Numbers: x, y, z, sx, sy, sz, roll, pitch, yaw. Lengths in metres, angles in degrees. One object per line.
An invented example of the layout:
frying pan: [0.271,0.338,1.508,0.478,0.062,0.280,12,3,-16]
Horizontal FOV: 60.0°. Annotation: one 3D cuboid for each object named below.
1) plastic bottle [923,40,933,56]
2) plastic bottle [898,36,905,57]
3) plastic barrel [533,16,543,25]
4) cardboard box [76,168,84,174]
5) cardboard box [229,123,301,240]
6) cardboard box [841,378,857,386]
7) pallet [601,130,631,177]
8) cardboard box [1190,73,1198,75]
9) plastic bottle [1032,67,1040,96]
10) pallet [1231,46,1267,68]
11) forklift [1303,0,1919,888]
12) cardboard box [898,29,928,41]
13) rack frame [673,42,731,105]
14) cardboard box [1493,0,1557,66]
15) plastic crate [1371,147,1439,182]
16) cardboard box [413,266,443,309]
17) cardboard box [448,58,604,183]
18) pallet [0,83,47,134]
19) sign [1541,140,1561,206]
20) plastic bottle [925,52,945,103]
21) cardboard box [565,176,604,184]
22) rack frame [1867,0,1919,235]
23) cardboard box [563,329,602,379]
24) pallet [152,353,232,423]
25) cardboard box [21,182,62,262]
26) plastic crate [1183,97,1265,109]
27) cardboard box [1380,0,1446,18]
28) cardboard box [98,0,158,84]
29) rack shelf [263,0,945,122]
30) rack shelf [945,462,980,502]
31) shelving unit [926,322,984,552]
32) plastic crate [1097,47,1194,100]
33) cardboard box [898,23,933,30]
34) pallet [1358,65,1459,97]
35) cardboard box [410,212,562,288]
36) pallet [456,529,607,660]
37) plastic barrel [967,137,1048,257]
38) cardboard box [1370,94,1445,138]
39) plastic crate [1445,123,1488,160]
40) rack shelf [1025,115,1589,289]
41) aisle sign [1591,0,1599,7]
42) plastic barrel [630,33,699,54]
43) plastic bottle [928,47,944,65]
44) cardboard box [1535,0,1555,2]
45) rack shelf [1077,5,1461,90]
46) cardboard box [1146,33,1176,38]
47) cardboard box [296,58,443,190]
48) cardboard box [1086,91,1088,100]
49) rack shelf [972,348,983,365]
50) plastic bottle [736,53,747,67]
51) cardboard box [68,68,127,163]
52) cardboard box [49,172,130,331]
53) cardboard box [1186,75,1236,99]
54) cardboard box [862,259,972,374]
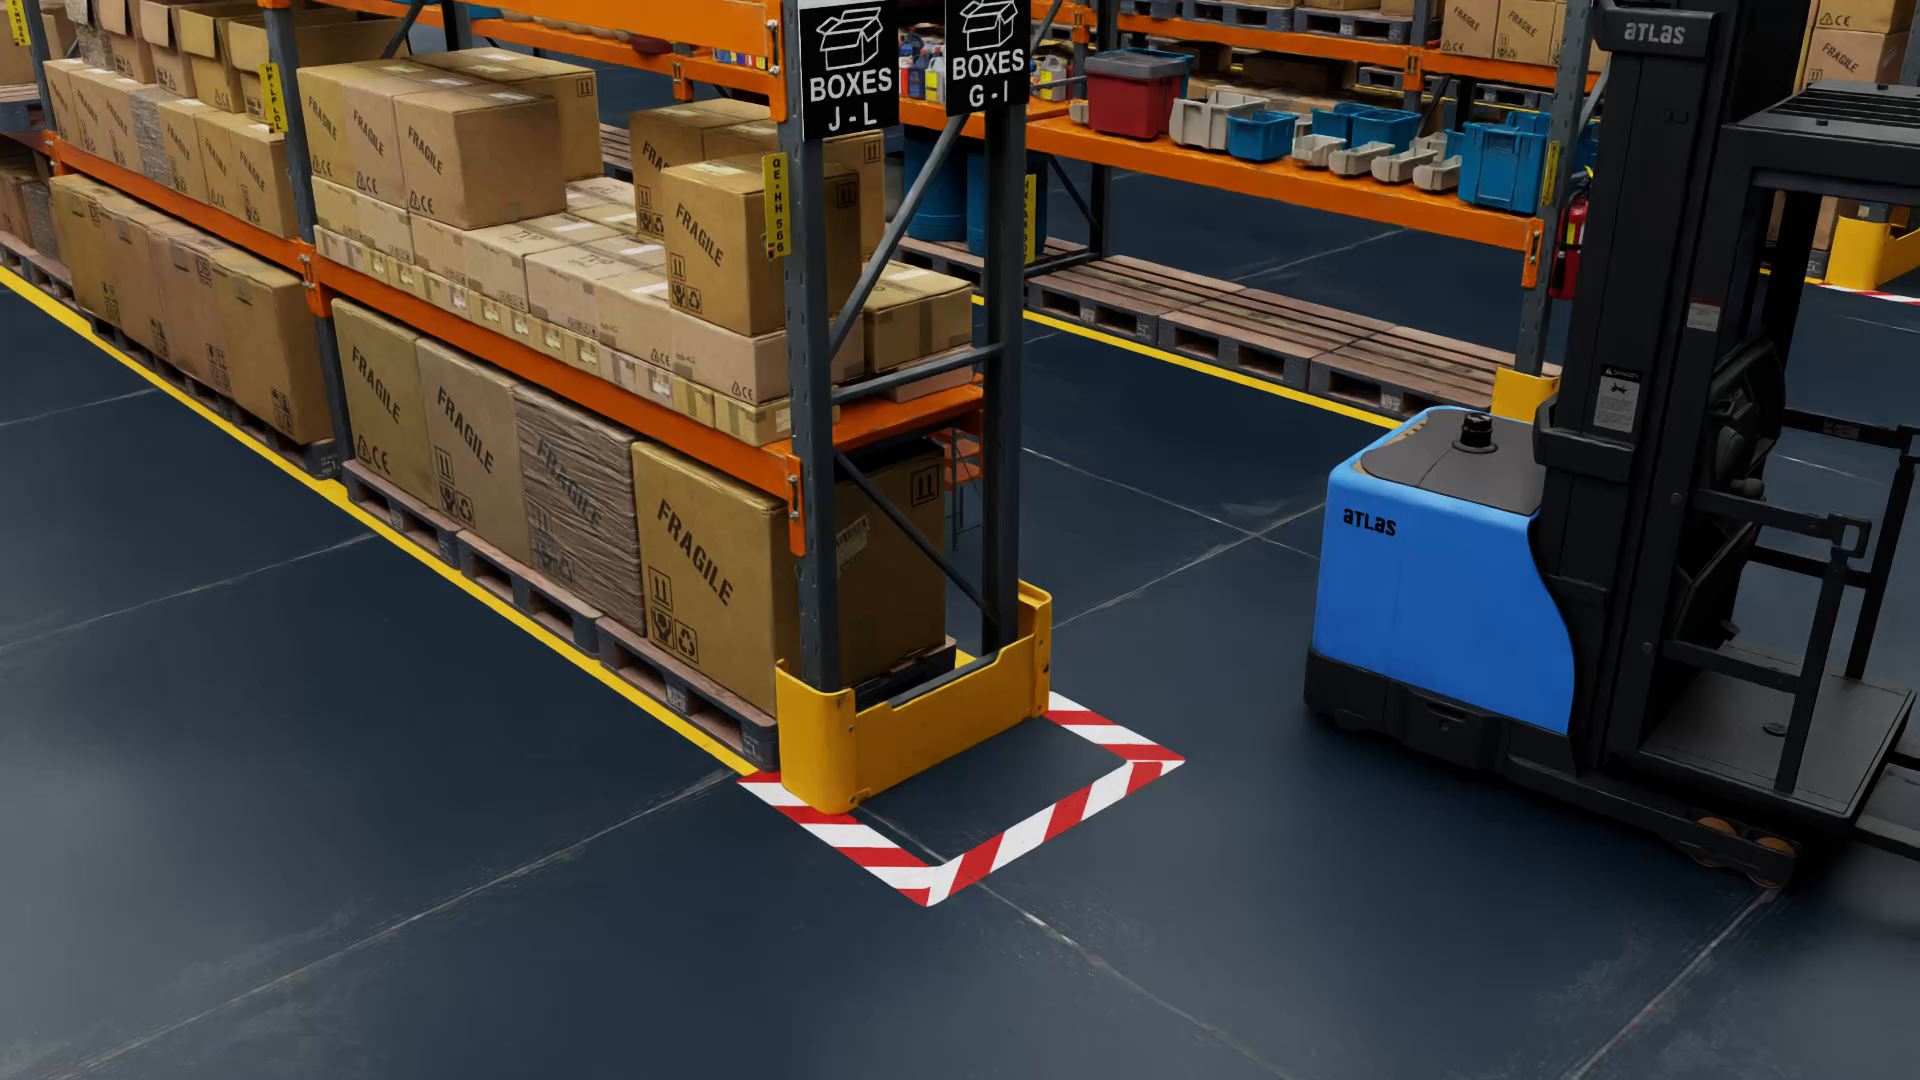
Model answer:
plastic bottle: [-0.246,-3.807,13.135,0.097,0.271,0.097,0,25,0]
plastic bottle: [-0.482,-3.891,13.306,0.061,0.283,0.133,-21,32,-38]
plastic barrel: [-3.966,-5.110,16.004,0.301,0.262,0.301,0,25,0]
cardboard box: [-6.120,-2.599,11.911,0.500,0.250,0.500,-20,31,-36]
cardboard box: [-3.425,-1.898,8.677,0.500,0.500,0.500,-21,32,-38]
cardboard box: [-0.350,-0.741,6.563,0.380,0.149,0.250,-22,32,-39]
pallet: [-3.355,-3.752,16.220,1.003,0.211,1.213,-21,32,-38]
cardboard box: [2.404,-4.656,17.323,0.500,0.500,0.500,-20,31,-37]
plastic bottle: [0.587,-3.406,12.341,0.097,0.201,0.097,0,25,0]
pallet: [3.844,-6.554,22.362,1.003,0.211,1.213,-21,32,-38]
forklift: [2.848,-0.400,5.595,3.031,2.935,1.130,18,30,34]
cardboard box: [-0.701,-5.868,19.629,0.500,0.311,0.500,-22,32,-39]
rack frame: [-2.025,-4.406,14.293,1.000,3.000,0.127,-21,32,-38]
cardboard box: [4.829,-4.257,13.848,0.500,0.500,0.500,-21,32,-38]
plastic crate: [2.566,-2.177,9.653,0.396,0.136,0.243,-21,32,-38]
cardboard box: [-2.231,-1.175,7.513,0.380,0.149,0.250,-22,32,-39]
cardboard box: [-2.057,-1.981,7.896,0.500,0.500,0.500,-21,32,-38]
pallet: [-6.205,-3.099,11.660,1.213,0.211,1.003,-21,32,-38]
sign: [3.053,-1.895,8.593,0.100,0.325,0.005,-21,32,-38]
plastic bottle: [-0.158,-3.357,12.054,0.144,0.351,0.185,-21,32,-38]
cardboard box: [-2.057,-1.640,8.054,0.500,0.250,0.500,-20,31,-37]
rack frame: [7.062,-3.386,12.058,1.000,3.000,0.127,-21,32,-38]
cardboard box: [-1.355,-0.786,6.661,0.380,0.149,0.250,-22,33,-40]
pallet: [-4.327,-1.102,10.411,1.003,0.211,1.213,-21,32,-38]
cardboard box: [-6.501,-2.425,12.434,0.500,0.500,0.700,21,32,38]
plastic crate: [1.671,-2.833,11.105,0.437,0.125,0.590,-21,32,-38]
cardboard box: [4.167,-5.041,15.060,0.500,0.500,0.700,12,27,25]
cardboard box: [-4.709,-3.078,10.054,0.797,0.503,0.637,-20,31,-37]
rack shelf: [-1.539,-2.220,6.755,1.077,0.370,4.000,-21,32,-38]
rack shelf: [-0.010,-0.291,8.129,0.258,0.103,0.180,-21,32,-38]
shelving unit: [-0.010,-0.550,8.011,0.258,1.200,0.189,-21,32,-38]
plastic crate: [1.277,-3.169,11.530,0.392,0.384,0.575,-21,32,-38]
cardboard box: [-0.654,-6.175,20.304,0.500,0.311,0.500,-21,32,-38]
pallet: [5.691,-5.687,20.462,1.003,0.211,1.213,-21,32,-38]
cardboard box: [-2.082,-1.332,7.377,0.500,0.250,0.500,-20,31,-37]
pallet: [-1.605,0.102,7.771,1.003,0.211,1.213,-21,32,-38]
plastic barrel: [0.350,-2.600,12.357,0.600,0.901,0.708,-21,32,-38]
cardboard box: [4.175,-3.876,15.615,0.500,0.500,0.500,22,33,39]
plastic crate: [3.065,-2.301,9.808,0.416,0.233,0.300,-21,32,-38]
rack shelf: [2.076,-2.260,10.458,1.077,0.370,4.000,-21,32,-38]
aisle sign: [3.279,-3.060,8.211,0.394,0.787,0.004,-21,32,-38]
plastic barrel: [-2.563,-4.522,14.385,0.600,0.536,0.708,-21,32,-38]
plastic bottle: [-0.179,-3.454,12.266,0.144,0.351,0.185,-21,32,-38]
cardboard box: [4.797,-4.719,13.656,0.500,0.500,0.500,-22,33,-40]
rack shelf: [2.961,-4.876,16.192,1.077,0.370,4.000,-21,32,-38]
cardboard box: [2.988,-7.273,23.059,0.700,0.500,0.500,-20,31,-37]
cardboard box: [-2.765,-1.979,7.893,0.500,0.500,0.500,-21,32,-38]
cardboard box: [1.056,-4.840,18.052,0.500,0.250,0.500,-20,31,-37]
rack shelf: [-0.010,-0.837,7.880,0.258,0.103,0.180,-21,32,-38]
plastic bottle: [-1.773,-4.017,13.582,0.061,0.283,0.133,-21,32,-38]
cardboard box: [-5.152,-2.666,10.359,0.500,0.500,0.500,-22,33,-40]
cardboard box: [-5.184,-2.010,11.096,0.875,0.875,1.225,22,32,39]
cardboard box: [2.397,-4.343,16.638,0.500,0.500,0.500,-22,32,-39]
cardboard box: [-0.303,-0.866,6.356,0.500,0.250,0.500,-22,33,-40]
